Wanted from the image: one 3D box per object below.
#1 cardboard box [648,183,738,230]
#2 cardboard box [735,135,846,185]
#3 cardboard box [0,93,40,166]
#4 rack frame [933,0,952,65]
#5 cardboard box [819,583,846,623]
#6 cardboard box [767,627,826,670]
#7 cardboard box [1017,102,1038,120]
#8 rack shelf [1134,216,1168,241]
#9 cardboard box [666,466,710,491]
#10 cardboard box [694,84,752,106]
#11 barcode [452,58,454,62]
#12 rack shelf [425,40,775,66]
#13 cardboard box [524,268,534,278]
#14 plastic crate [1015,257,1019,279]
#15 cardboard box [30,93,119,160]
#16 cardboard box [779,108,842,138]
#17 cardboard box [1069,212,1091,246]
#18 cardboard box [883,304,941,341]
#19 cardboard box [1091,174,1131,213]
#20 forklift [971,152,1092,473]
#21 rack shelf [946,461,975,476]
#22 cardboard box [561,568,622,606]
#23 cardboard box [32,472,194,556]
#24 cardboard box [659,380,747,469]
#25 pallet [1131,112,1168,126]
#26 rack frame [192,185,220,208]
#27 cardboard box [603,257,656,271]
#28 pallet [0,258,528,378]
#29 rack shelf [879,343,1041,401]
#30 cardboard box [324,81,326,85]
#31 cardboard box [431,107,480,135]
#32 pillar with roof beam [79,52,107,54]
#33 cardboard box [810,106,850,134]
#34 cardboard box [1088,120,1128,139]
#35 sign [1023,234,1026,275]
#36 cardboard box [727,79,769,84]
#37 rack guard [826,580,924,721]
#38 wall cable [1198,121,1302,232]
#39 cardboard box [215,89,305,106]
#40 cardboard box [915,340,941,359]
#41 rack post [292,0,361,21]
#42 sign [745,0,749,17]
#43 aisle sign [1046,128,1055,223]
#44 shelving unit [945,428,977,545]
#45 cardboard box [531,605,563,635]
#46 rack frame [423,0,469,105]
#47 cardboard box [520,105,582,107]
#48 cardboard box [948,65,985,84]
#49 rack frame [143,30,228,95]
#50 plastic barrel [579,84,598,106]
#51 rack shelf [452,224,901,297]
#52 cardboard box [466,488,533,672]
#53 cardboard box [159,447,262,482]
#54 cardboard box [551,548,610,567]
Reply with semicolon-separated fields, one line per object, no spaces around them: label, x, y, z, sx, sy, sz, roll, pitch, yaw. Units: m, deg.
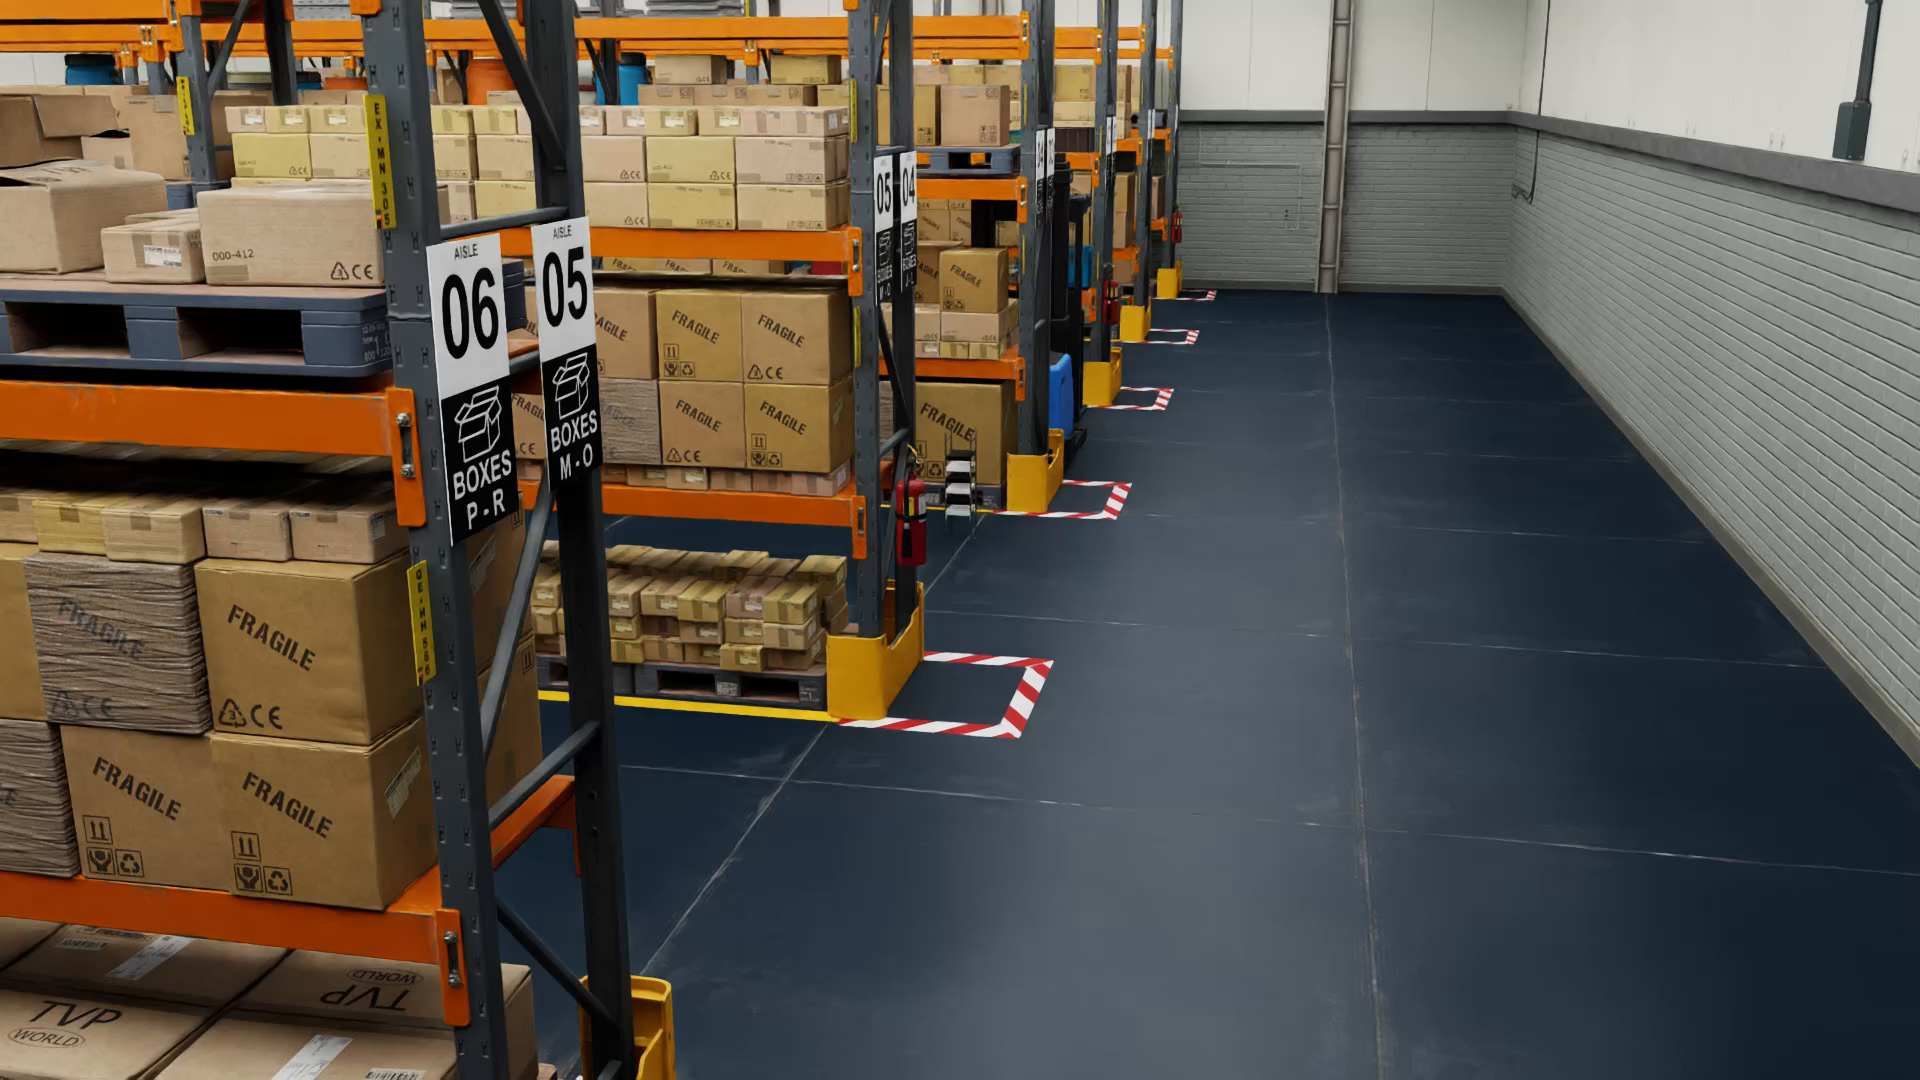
cardboard box;-1.432;-1.901;9.397;0.500;0.250;0.500;3;16;11
cardboard box;-0.934;-2.120;9.250;0.500;0.250;0.500;3;16;9
cardboard box;-3.265;-1.138;5.201;0.500;0.500;0.500;3;16;12
rack frame;-0.303;-8.831;28.515;0.127;3.000;1.000;3;16;11
cardboard box;-0.894;0.386;10.477;0.250;0.149;0.380;4;16;13
cardboard box;-0.989;0.651;10.078;0.250;0.149;0.380;3;16;12
cardboard box;1.100;-6.060;23.475;0.500;0.250;0.500;3;16;11
rack shelf;1.657;-5.487;29.027;4.000;0.370;1.077;3;16;11
cardboard box;-1.547;-0.410;9.822;0.250;0.149;0.380;4;16;13
cardboard box;-1.959;-3.741;14.598;0.500;0.500;0.700;4;16;14
barcode;-9.419;-8.913;30.871;0.075;0.075;0.001;3;16;11
rack shelf;-4.237;-5.806;19.692;4.000;0.370;1.077;3;16;11
cardboard box;-2.831;-1.422;10.390;0.500;0.500;0.500;4;16;13
plastic crate;0.821;-3.218;19.690;0.300;0.233;0.416;3;16;11
cardboard box;-5.839;-2.574;10.568;0.637;0.503;0.797;3;16;10
cardboard box;-0.816;-2.295;9.135;0.250;0.149;0.380;3;16;11
cardboard box;1.631;-4.458;23.780;0.500;0.500;0.500;3;16;12
cardboard box;-0.369;-1.894;14.435;0.500;0.250;0.500;3;16;10
cardboard box;2.142;-4.913;23.547;0.500;0.500;0.500;3;16;11
forklift;0.699;-2.370;16.557;1.130;2.935;3.031;3;16;11
rack shelf;0.008;-0.575;13.331;0.200;0.077;0.258;3;16;11
cardboard box;-2.267;0.293;10.253;0.250;0.149;0.380;3;16;9
cardboard box;-2.473;-0.080;4.885;0.250;0.149;0.380;3;16;12
cardboard box;-1.427;-0.724;9.743;0.500;0.500;0.500;3;16;10
pallet;2.888;-7.166;28.291;1.213;0.211;1.003;3;16;11
rack frame;-4.352;-0.760;10.617;0.127;3.000;1.000;3;16;11
cardboard box;-2.846;-2.392;14.829;0.500;0.500;0.500;3;16;11
pallet;-2.048;-0.687;4.899;1.213;0.211;1.003;3;16;11
rack shelf;-1.304;-1.599;14.994;4.000;0.370;1.077;3;16;11
cardboard box;-9.567;-6.929;26.030;0.500;0.500;0.500;4;16;16
cardboard box;-2.836;-2.405;9.535;0.250;0.149;0.380;4;16;14
pillar with roof beam;-17.942;-8.851;28.588;0.400;9.000;9.100;3;16;11
cardboard box;-0.704;-2.431;9.626;0.250;0.149;0.380;3;16;11
cardboard box;2.077;-5.762;23.338;0.500;0.250;0.500;3;16;11
sign;0.534;-2.370;13.818;0.005;0.325;0.100;3;16;11
cardboard box;-3.073;-6.504;24.573;0.600;0.600;0.600;2;16;9
rack guard;-0.506;0.653;10.197;0.348;0.500;1.175;3;16;11
wall cable;5.060;-6.396;29.059;1.851;1.984;0.084;3;16;11
cardboard box;-6.572;-3.949;15.531;0.637;0.503;0.797;4;16;14
cardboard box;-0.261;-1.678;14.403;0.250;0.149;0.380;3;16;11
rack post;-8.170;-6.679;20.371;3.121;1.000;1.013;3;16;11
sign;-2.389;-5.995;18.667;0.005;0.325;0.100;3;16;11
aisle sign;0.786;-3.167;14.436;0.004;0.787;0.394;3;16;11
shelving unit;0.008;-0.433;13.370;0.210;0.900;0.258;3;16;11
cardboard box;-2.549;0.450;10.245;0.250;0.149;0.380;3;16;12
rack frame;-6.197;-6.452;19.927;0.127;3.000;1.000;3;16;11
cardboard box;-2.466;-2.551;10.062;0.250;0.149;0.380;3;16;10
cardboard box;0.150;-6.515;23.712;0.500;0.500;0.700;3;16;11
rack frame;-7.184;-5.156;15.249;0.127;3.000;1.000;3;16;11
plastic barrel;-4.430;-5.219;20.055;0.433;0.535;0.433;0;15;0
rack shelf;-2.392;-1.753;9.929;4.000;0.370;1.077;3;16;11
cardboard box;-1.733;0.123;5.369;0.500;0.500;0.500;3;16;10
cardboard box;-2.376;-0.229;5.426;0.250;0.149;0.380;3;16;9
cardboard box;-2.437;0.167;10.708;0.250;0.149;0.380;3;16;11
